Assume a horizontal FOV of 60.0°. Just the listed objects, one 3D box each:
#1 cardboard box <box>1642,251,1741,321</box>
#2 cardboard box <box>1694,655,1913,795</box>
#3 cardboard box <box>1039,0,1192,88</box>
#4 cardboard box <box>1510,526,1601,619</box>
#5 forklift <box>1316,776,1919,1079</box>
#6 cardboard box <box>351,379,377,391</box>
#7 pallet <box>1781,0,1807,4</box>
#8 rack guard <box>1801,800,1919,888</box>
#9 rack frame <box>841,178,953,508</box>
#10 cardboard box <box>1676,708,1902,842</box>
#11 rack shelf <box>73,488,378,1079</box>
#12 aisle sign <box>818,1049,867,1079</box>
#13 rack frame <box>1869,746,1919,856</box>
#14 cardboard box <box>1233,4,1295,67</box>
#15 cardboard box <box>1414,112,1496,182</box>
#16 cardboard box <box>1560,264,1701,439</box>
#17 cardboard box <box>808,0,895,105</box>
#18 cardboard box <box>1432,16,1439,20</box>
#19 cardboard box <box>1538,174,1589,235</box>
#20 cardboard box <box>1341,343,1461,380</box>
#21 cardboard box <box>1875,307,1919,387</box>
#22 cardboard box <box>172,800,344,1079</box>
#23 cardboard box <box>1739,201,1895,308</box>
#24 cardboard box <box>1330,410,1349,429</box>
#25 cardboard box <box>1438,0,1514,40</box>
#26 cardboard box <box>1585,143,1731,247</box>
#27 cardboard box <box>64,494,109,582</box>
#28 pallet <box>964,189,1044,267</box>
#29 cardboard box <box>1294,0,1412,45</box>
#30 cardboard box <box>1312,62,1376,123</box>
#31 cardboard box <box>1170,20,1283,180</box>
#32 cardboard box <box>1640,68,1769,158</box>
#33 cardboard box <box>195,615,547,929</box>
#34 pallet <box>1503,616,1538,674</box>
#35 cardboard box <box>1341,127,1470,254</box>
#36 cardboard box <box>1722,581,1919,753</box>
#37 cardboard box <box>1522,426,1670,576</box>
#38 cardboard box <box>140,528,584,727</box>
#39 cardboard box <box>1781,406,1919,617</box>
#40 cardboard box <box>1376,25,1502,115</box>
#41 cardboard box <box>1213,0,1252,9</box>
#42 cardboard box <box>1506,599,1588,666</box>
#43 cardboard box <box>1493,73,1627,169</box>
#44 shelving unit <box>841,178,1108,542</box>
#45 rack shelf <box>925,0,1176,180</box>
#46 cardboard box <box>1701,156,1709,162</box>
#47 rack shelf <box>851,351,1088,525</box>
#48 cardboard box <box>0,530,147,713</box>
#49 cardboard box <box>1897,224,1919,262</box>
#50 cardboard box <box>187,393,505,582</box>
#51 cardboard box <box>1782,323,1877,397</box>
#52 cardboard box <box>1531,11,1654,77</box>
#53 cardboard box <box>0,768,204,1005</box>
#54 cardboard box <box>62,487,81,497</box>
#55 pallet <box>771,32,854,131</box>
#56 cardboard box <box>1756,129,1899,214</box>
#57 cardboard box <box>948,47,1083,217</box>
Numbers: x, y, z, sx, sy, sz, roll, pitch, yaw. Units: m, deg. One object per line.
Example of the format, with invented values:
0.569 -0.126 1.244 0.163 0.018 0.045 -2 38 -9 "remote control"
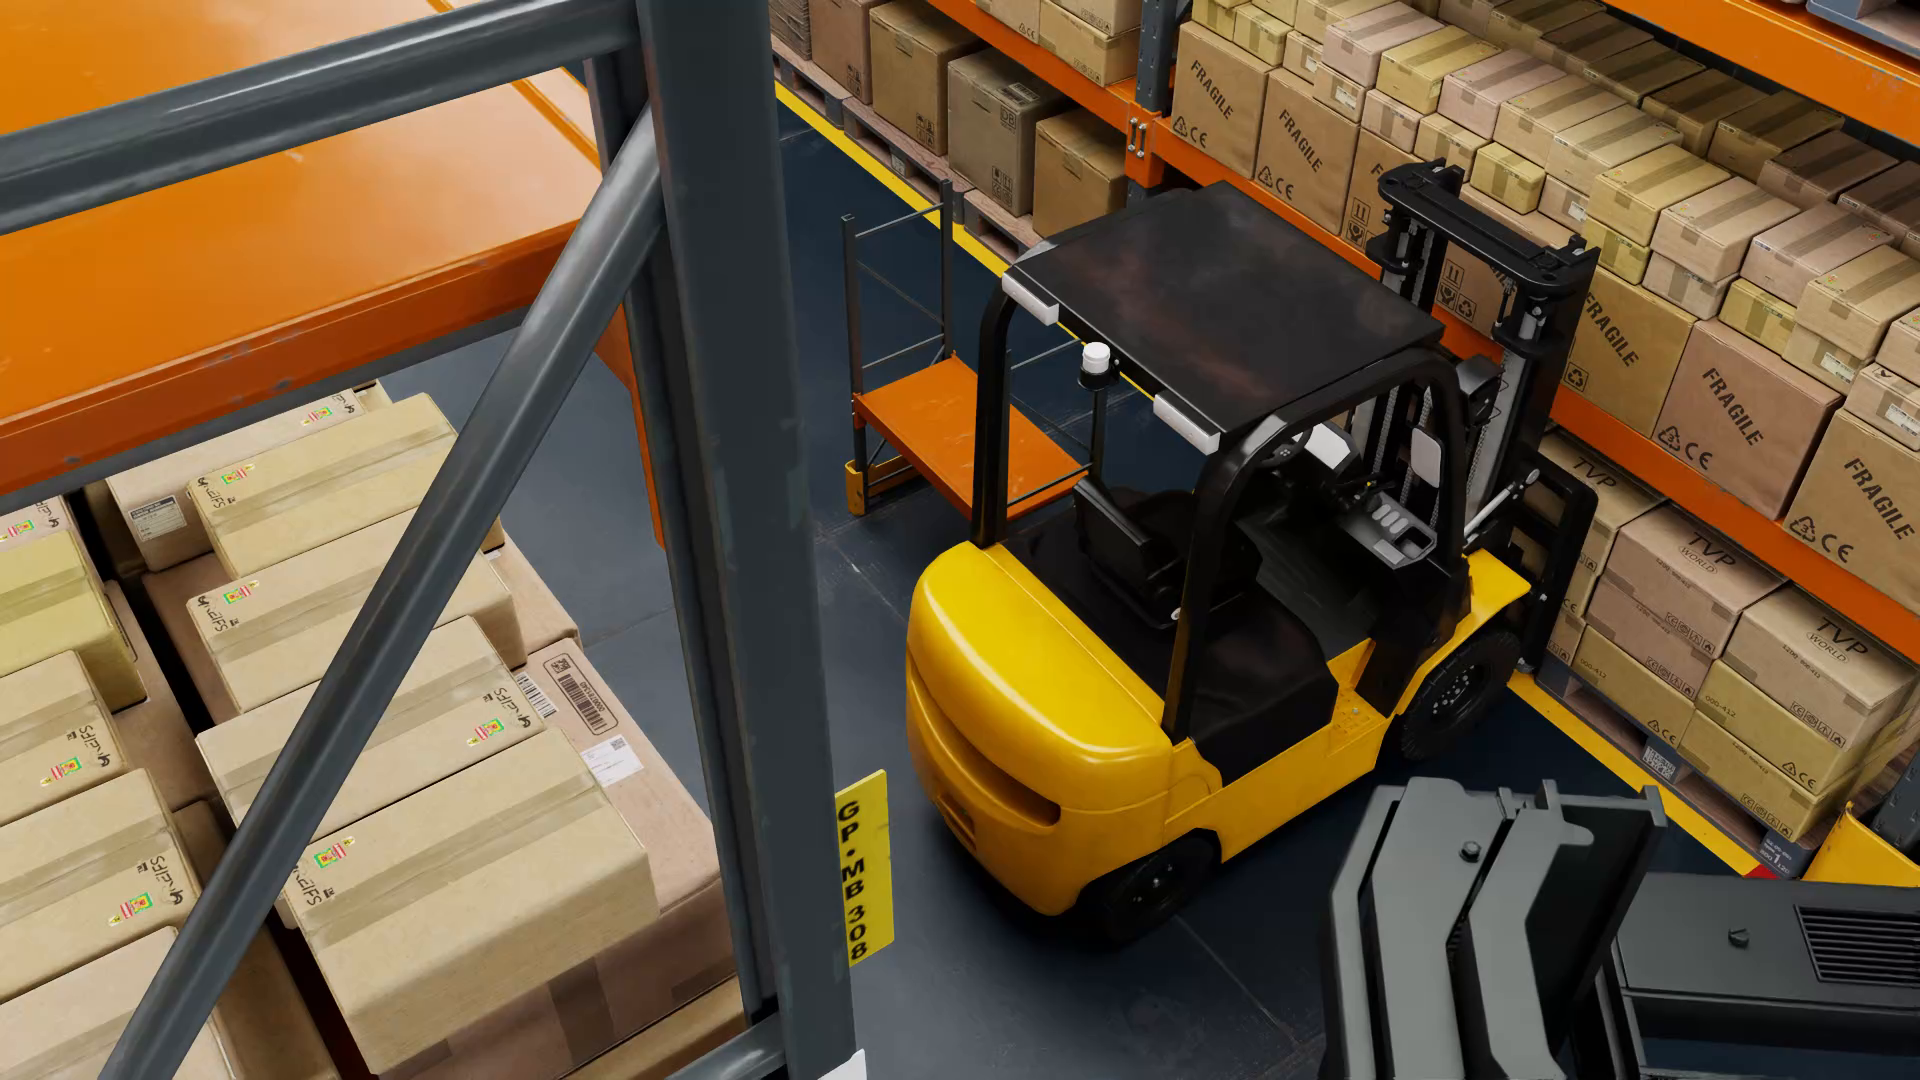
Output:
2.482 -0.904 5.473 0.380 0.149 0.250 -27 50 -26 "cardboard box"
2.968 0.544 5.824 0.500 0.250 0.500 -26 50 -25 "cardboard box"
0.712 -2.359 7.648 0.500 0.250 0.500 -25 49 -24 "cardboard box"
2.378 -0.028 6.423 0.500 0.250 0.500 -27 50 -25 "cardboard box"
1.387 1.720 3.316 3.031 2.935 1.130 3 44 3 "forklift"
-1.237 -0.324 2.840 0.380 0.149 0.250 -24 49 -23 "cardboard box"
2.418 -2.121 5.182 1.003 0.211 1.213 -26 49 -24 "pallet"
3.517 0.952 5.882 1.175 0.500 0.348 -26 49 -24 "rack guard"
-0.242 -0.782 6.974 0.500 1.500 0.032 -26 49 -24 "rack frame"
2.975 0.736 5.985 0.500 0.250 0.500 -25 49 -24 "cardboard box"
-1.710 0.040 3.376 1.077 0.370 4.000 -26 49 -24 "rack shelf"
-0.276 0.970 2.170 0.394 0.787 0.004 -26 49 -24 "aisle sign"
3.503 0.034 5.033 1.000 3.000 0.127 -26 49 -24 "rack frame"
1.331 -2.071 6.696 0.380 0.149 0.250 -25 49 -24 "cardboard box"
1.890 -1.481 6.078 0.380 0.149 0.250 -27 50 -26 "cardboard box"
2.423 -0.764 5.797 0.500 0.500 0.500 -27 50 -25 "cardboard box"
-0.348 -3.064 9.694 0.875 0.625 0.625 -24 49 -23 "cardboard box"
1.925 -2.140 6.768 0.380 0.149 0.250 -25 49 -23 "cardboard box"
2.252 -1.216 5.800 0.380 0.149 0.250 -26 49 -25 "cardboard box"
1.812 -0.781 6.850 0.500 0.250 0.500 -24 49 -23 "cardboard box"
2.959 -0.591 4.930 0.380 0.149 0.250 -26 49 -24 "cardboard box"
-1.080 0.676 2.082 0.500 0.250 0.500 -26 50 -25 "cardboard box"
2.705 -0.899 5.253 0.380 0.149 0.250 -25 49 -24 "cardboard box"
1.806 -0.600 7.022 0.500 0.250 0.500 -26 50 -25 "cardboard box"
2.112 -2.128 6.540 0.380 0.149 0.250 -27 50 -25 "cardboard box"
2.313 -1.147 5.512 0.380 0.149 0.250 -25 49 -24 "cardboard box"
-1.667 0.098 2.687 0.500 0.250 0.500 -24 49 -23 "cardboard box"
0.761 -1.624 8.789 1.003 0.211 1.213 -26 49 -24 "pallet"
1.531 -2.058 6.467 0.380 0.149 0.250 -27 50 -25 "cardboard box"
1.583 -1.766 6.376 0.380 0.149 0.250 -25 49 -24 "cardboard box"
1.254 -1.913 7.000 0.500 0.500 0.500 -27 50 -25 "cardboard box"
2.625 -1.506 5.888 0.380 0.149 0.250 -25 49 -24 "cardboard box"
-0.759 0.296 2.190 0.380 0.149 0.250 -26 49 -25 "cardboard box"
2.337 -0.064 7.155 1.003 0.211 1.213 -26 49 -24 "pallet"
1.857 -1.338 6.398 0.500 0.500 0.500 -26 50 -25 "cardboard box"
2.984 0.378 5.636 0.500 0.250 0.500 -24 49 -23 "cardboard box"
2.390 -0.191 6.232 0.500 0.250 0.500 -25 49 -24 "cardboard box"
-0.915 0.180 2.601 0.500 0.250 0.500 -26 50 -25 "cardboard box"
3.006 -0.177 5.181 0.500 0.500 0.500 -27 50 -25 "cardboard box"
1.764 -1.736 6.129 0.380 0.149 0.250 -26 50 -25 "cardboard box"
1.154 -2.312 6.733 0.380 0.149 0.250 -25 49 -24 "cardboard box"
2.420 0.163 6.585 0.500 0.250 0.500 -25 49 -24 "cardboard box"
2.113 -1.479 5.861 0.380 0.149 0.250 -26 49 -24 "cardboard box"
0.044 -0.499 6.678 0.587 1.500 1.083 -26 49 -24 "shelving unit"
0.071 -3.104 8.841 1.077 0.370 4.000 -26 49 -24 "rack shelf"
2.664 -1.408 6.001 0.380 0.149 0.250 -26 49 -25 "cardboard box"
0.049 -0.364 6.797 0.538 0.185 1.000 -26 49 -24 "rack shelf"
-1.382 0.177 2.315 0.380 0.149 0.250 -25 49 -24 "cardboard box"
3.201 -0.924 5.279 0.380 0.149 0.250 -25 49 -24 "cardboard box"
-0.934 -0.041 2.544 0.380 0.149 0.250 -26 49 -25 "cardboard box"
2.806 -0.626 5.182 0.380 0.149 0.250 -25 49 -24 "cardboard box"
2.351 -1.810 6.207 0.380 0.149 0.250 -26 50 -25 "cardboard box"
-1.118 0.479 2.000 0.380 0.149 0.250 -25 49 -24 "cardboard box"
-1.644 -0.123 2.629 0.380 0.149 0.250 -27 50 -26 "cardboard box"
-0.635 -3.006 10.237 1.003 0.211 1.213 -26 49 -24 "pallet"
2.901 -1.209 5.578 0.380 0.149 0.250 -24 49 -23 "cardboard box"
0.469 -2.258 8.849 0.875 0.625 0.625 -26 50 -25 "cardboard box"
